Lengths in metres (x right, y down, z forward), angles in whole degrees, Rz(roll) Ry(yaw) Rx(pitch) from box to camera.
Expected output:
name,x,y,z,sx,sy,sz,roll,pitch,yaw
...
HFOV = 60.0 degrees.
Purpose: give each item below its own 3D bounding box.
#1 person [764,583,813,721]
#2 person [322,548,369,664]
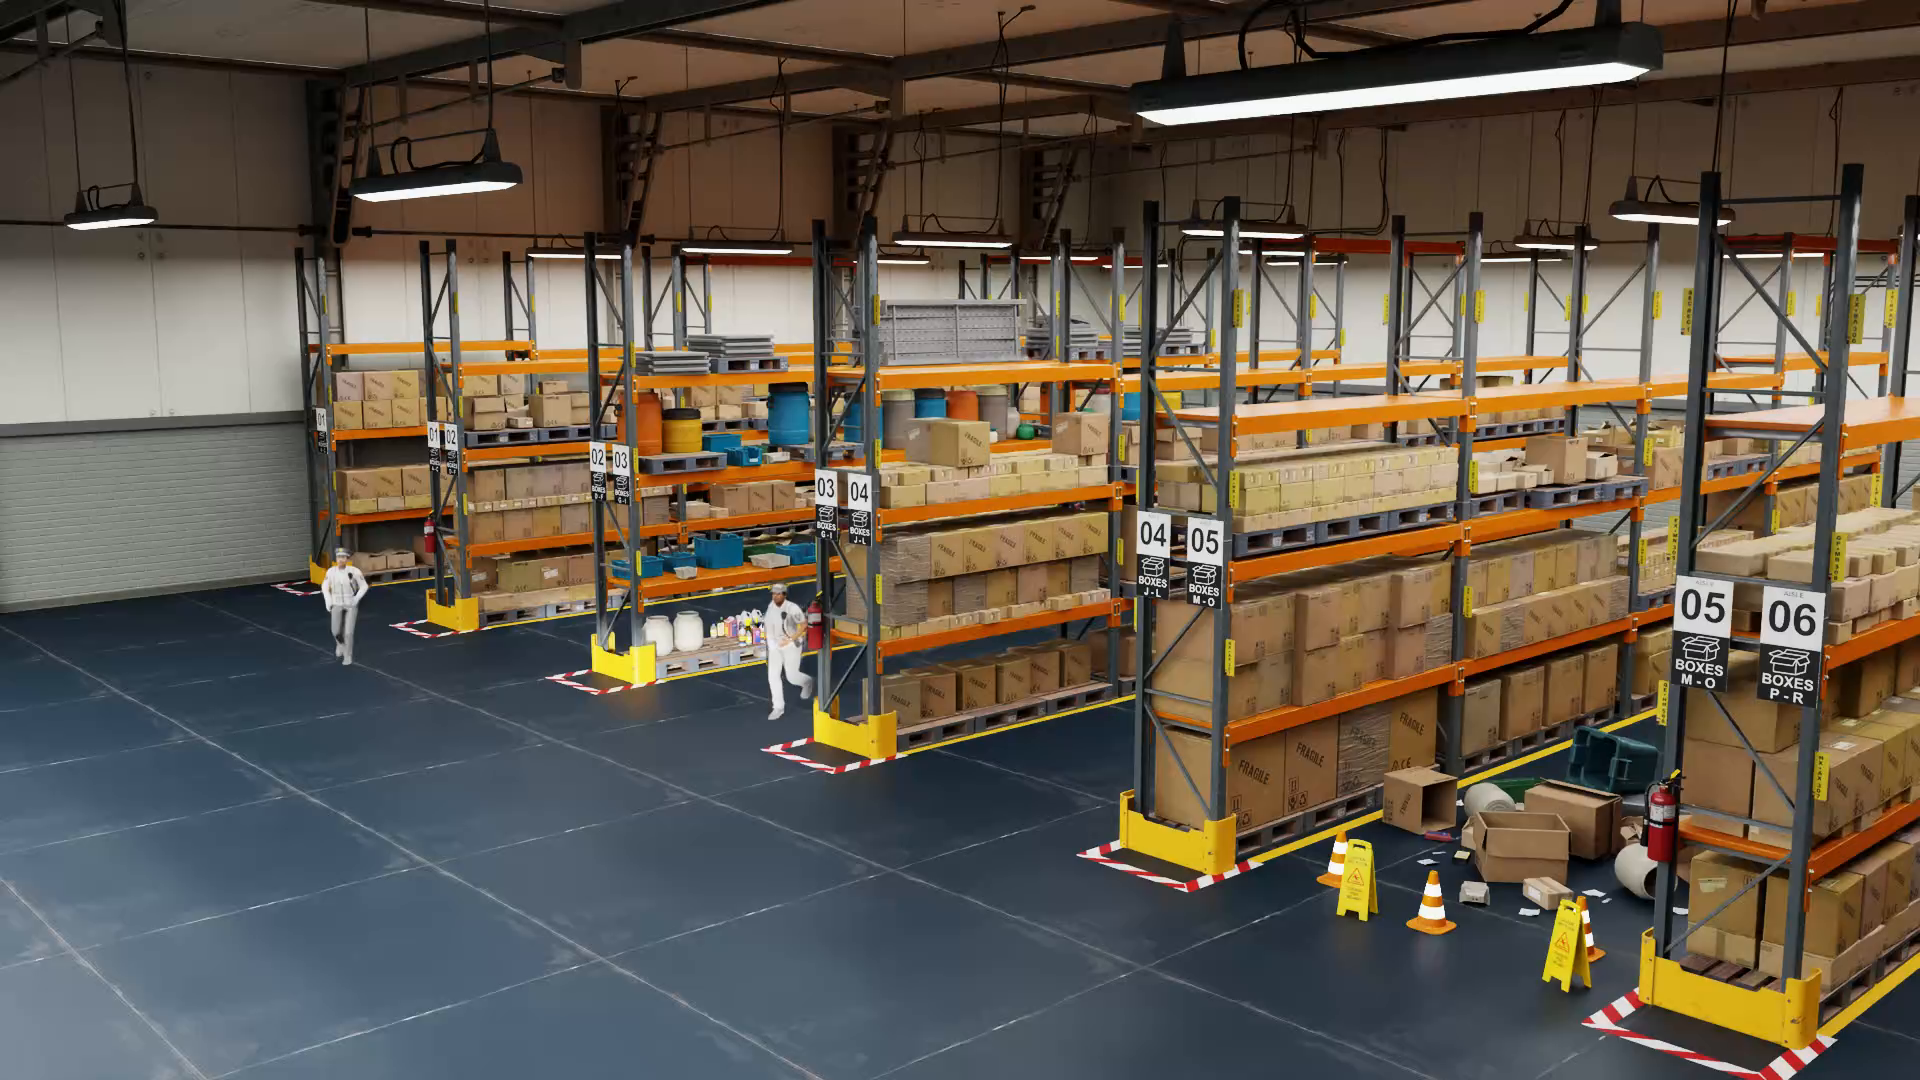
name,x,y,z,sx,sy,sz,roll,pitch,yaw
person,-2.170,1.348,20.670,0.630,1.662,0.852,5,10,29
person,-8.671,0.920,23.465,0.634,1.666,0.544,-2,9,-13
